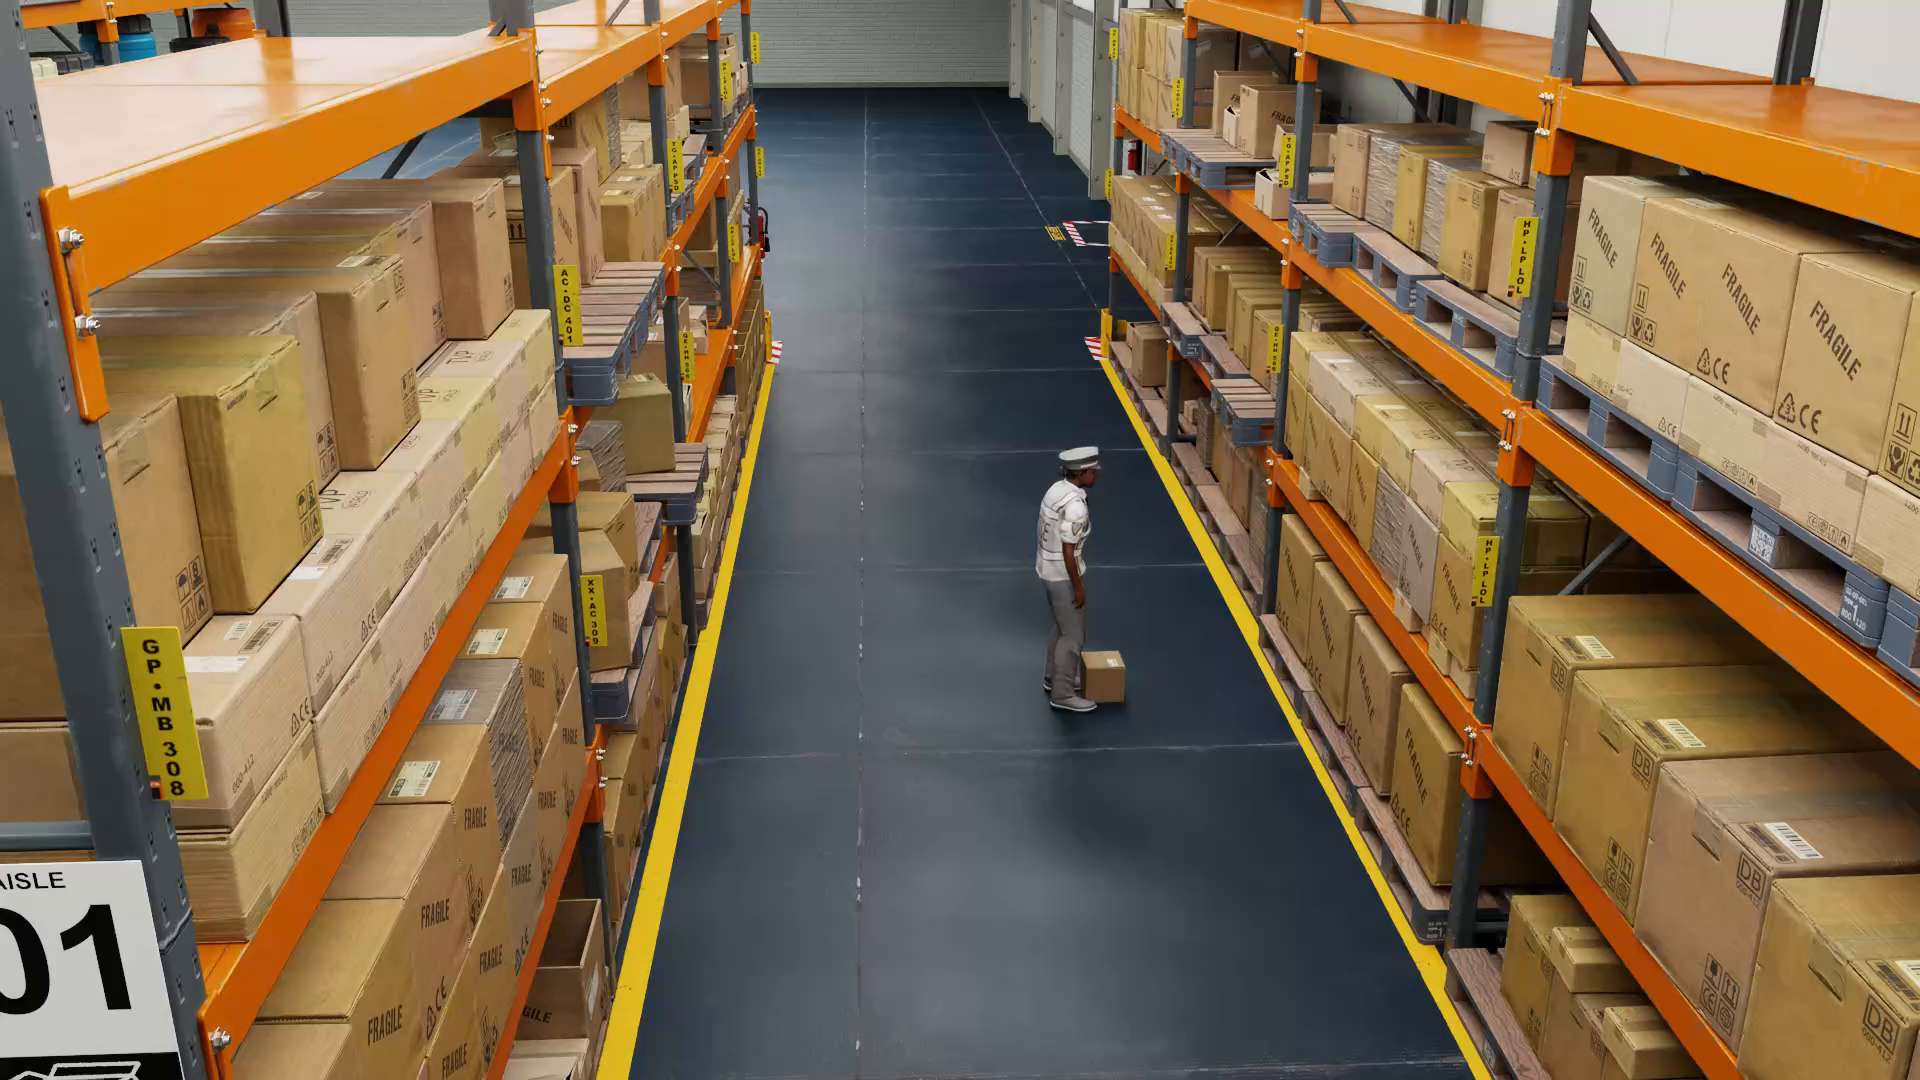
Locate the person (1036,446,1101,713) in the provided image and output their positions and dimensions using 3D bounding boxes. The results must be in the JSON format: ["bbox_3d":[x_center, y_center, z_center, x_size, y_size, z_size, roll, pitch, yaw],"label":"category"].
[{"bbox_3d":[0.682,0.229,10.461,0.394,1.663,0.532,-2,21,-6],"label":"person"}]
